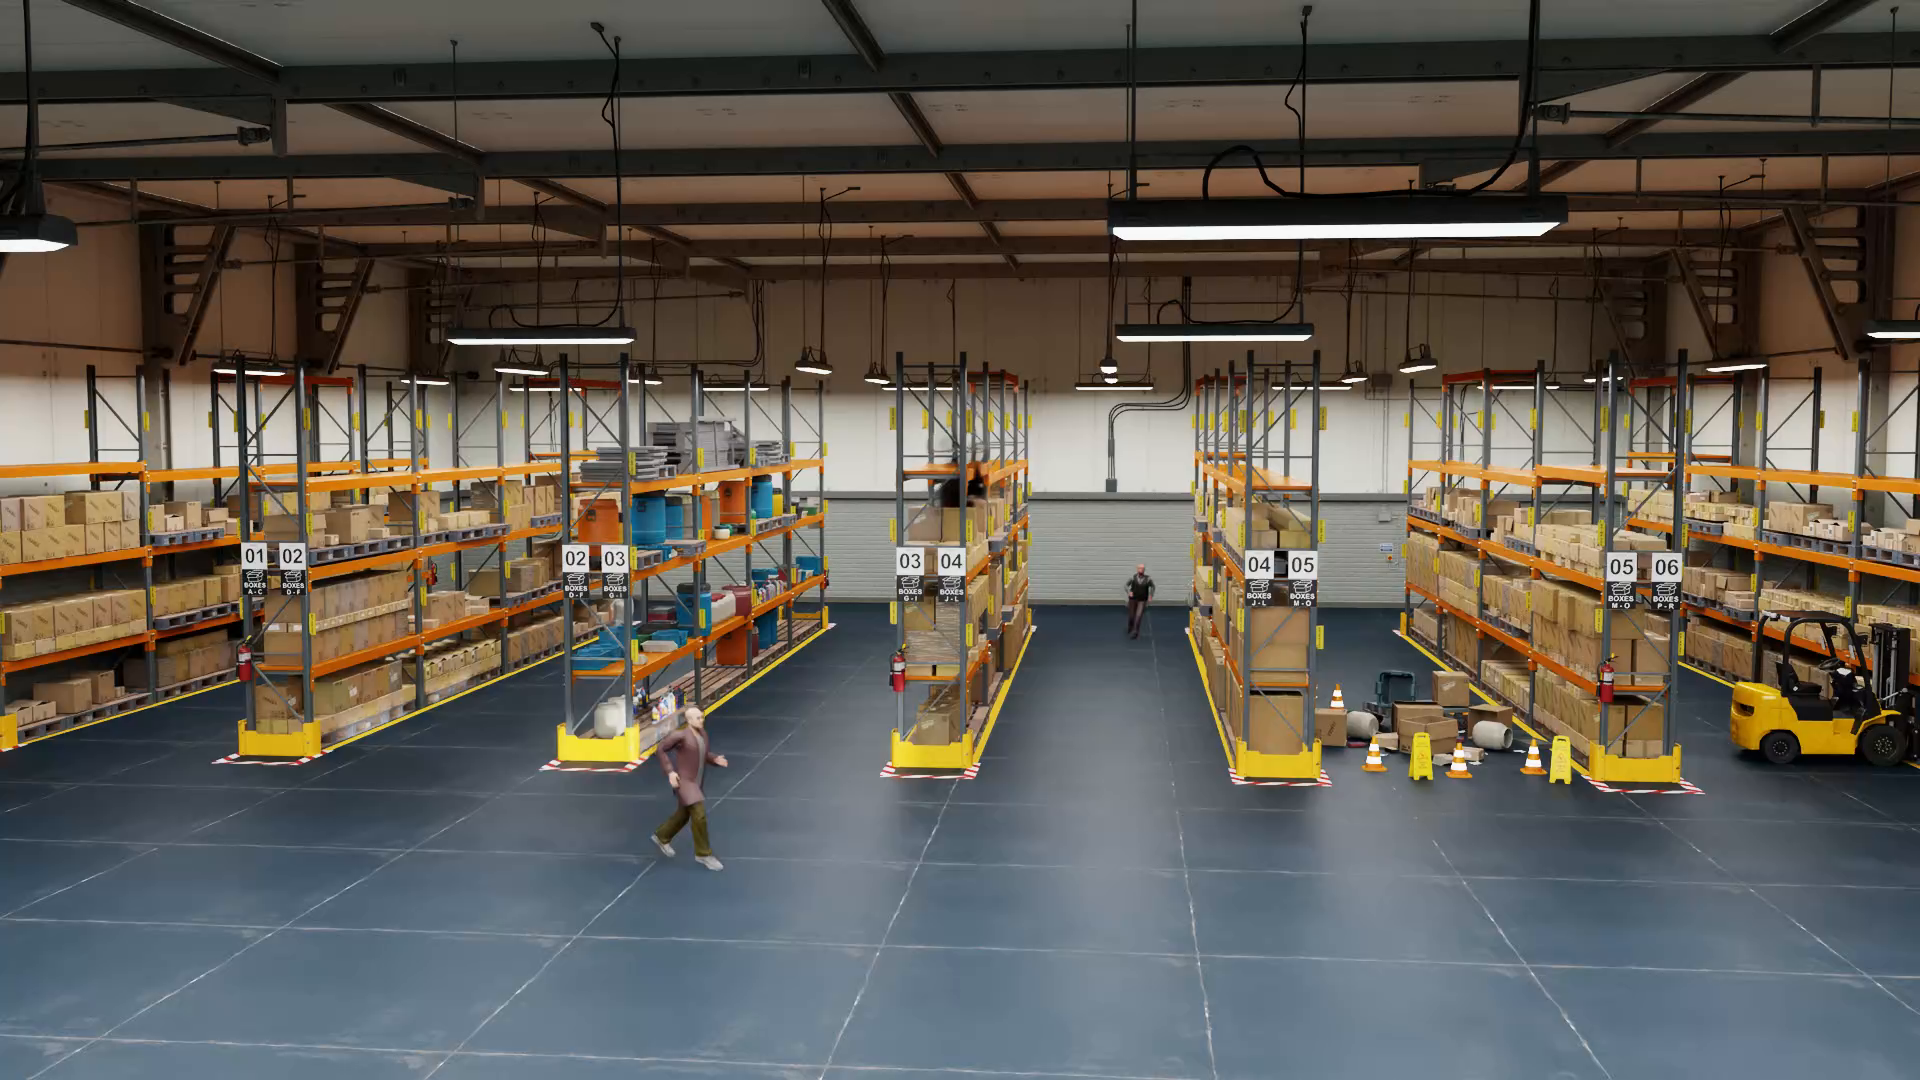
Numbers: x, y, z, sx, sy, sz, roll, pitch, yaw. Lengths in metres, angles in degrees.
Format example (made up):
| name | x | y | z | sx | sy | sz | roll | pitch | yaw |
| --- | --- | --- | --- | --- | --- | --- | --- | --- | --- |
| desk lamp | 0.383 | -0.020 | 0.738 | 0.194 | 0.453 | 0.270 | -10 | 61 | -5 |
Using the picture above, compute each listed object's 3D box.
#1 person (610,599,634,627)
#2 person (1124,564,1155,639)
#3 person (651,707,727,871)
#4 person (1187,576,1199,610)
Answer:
| name | x | y | z | sx | sy | sz | roll | pitch | yaw |
| --- | --- | --- | --- | --- | --- | --- | --- | --- | --- |
| person | -7.047 | 1.736 | 34.682 | 0.503 | 1.597 | 0.666 | -1 | 4 | -8 |
| person | 4.161 | 1.410 | 38.500 | 0.724 | 1.691 | 0.950 | 0 | 4 | 3 |
| person | -3.095 | 2.779 | 18.800 | 1.026 | 1.804 | 0.649 | 2 | 4 | 23 |
| person | 5.871 | 1.276 | 40.809 | 0.609 | 1.632 | 0.789 | 0 | 4 | 1 |
